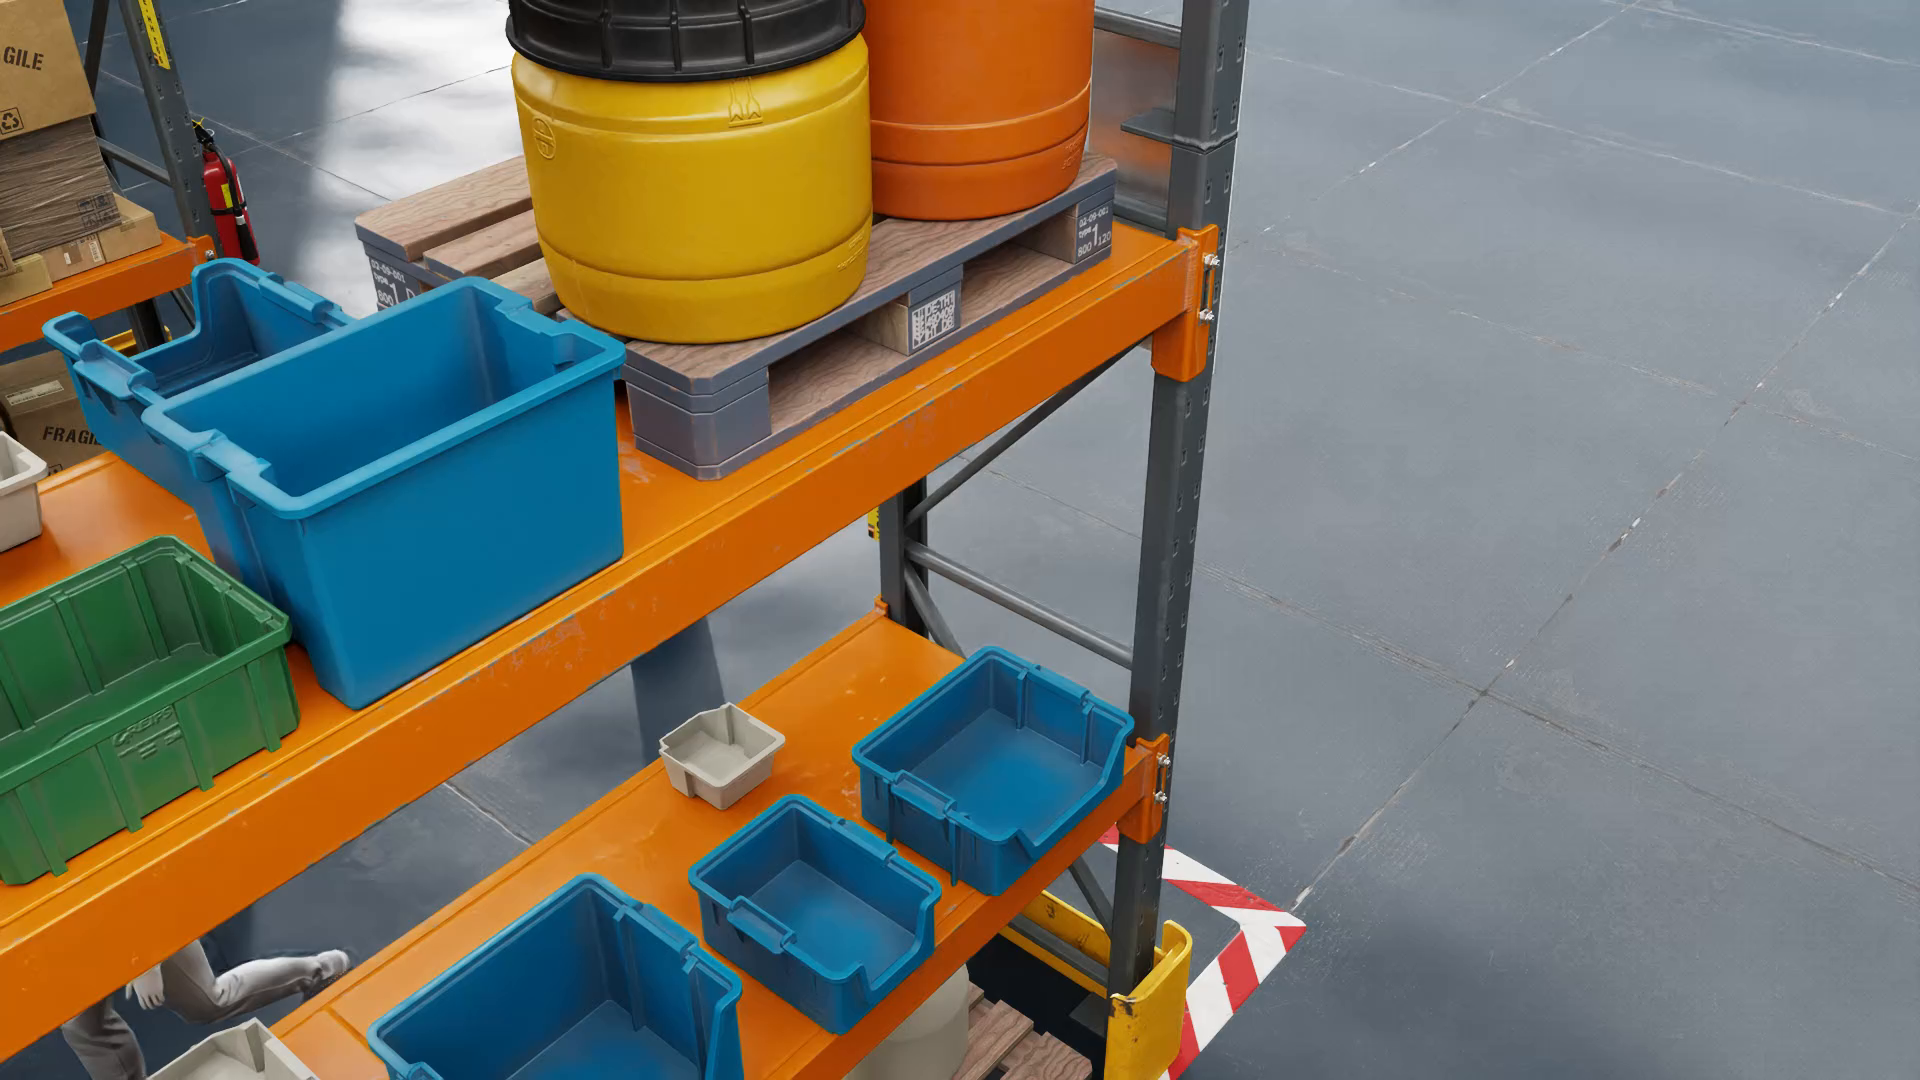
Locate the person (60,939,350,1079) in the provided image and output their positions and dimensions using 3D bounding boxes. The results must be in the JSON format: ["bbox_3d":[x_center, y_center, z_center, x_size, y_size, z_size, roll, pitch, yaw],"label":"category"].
[{"bbox_3d":[-2.289,1.014,4.679,0.487,1.641,0.918,23,41,29],"label":"person"}]
